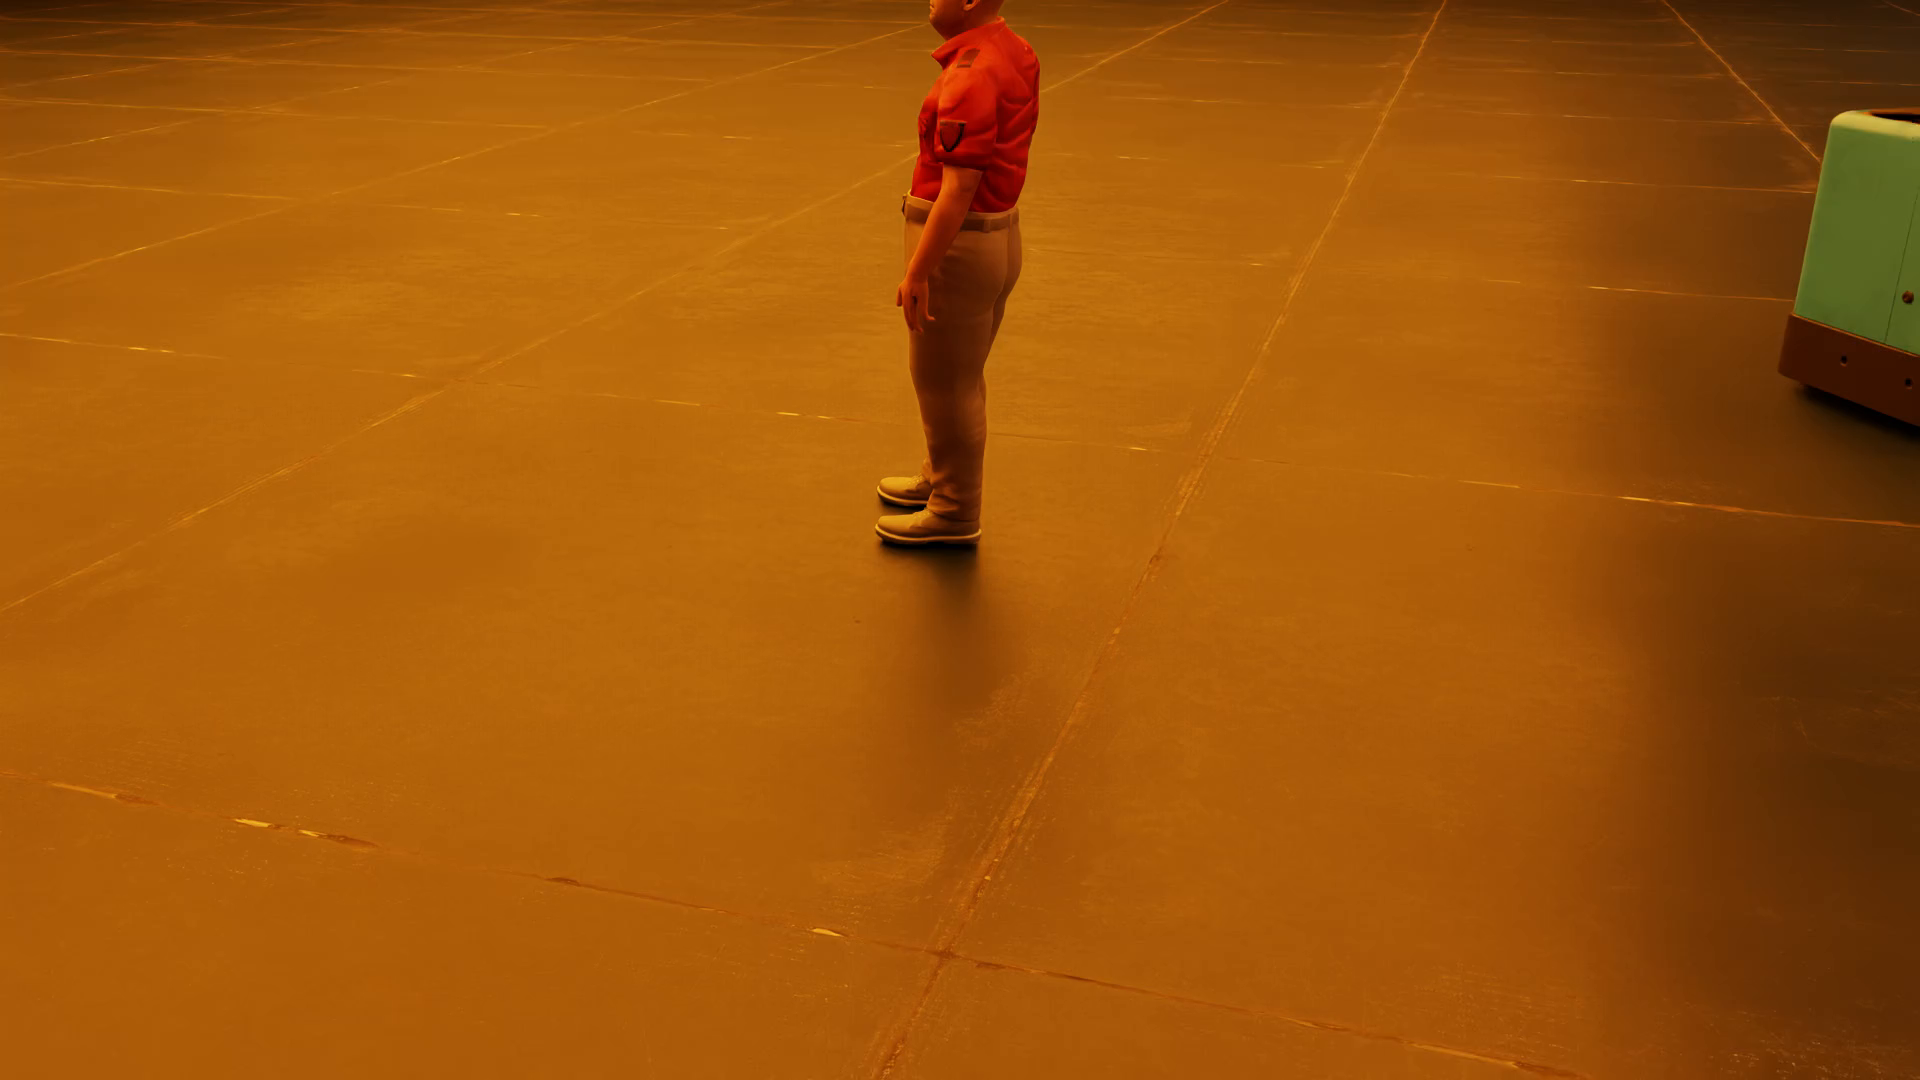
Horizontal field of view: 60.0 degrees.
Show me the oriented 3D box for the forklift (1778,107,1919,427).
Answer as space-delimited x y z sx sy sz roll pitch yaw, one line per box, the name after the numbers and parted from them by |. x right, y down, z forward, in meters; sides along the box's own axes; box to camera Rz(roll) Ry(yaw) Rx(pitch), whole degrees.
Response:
4.783 -1.942 5.983 3.031 2.935 1.130 -7 23 -16 | forklift

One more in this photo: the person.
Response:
-0.082 -0.820 4.824 0.551 1.727 0.640 7 23 16 | person
